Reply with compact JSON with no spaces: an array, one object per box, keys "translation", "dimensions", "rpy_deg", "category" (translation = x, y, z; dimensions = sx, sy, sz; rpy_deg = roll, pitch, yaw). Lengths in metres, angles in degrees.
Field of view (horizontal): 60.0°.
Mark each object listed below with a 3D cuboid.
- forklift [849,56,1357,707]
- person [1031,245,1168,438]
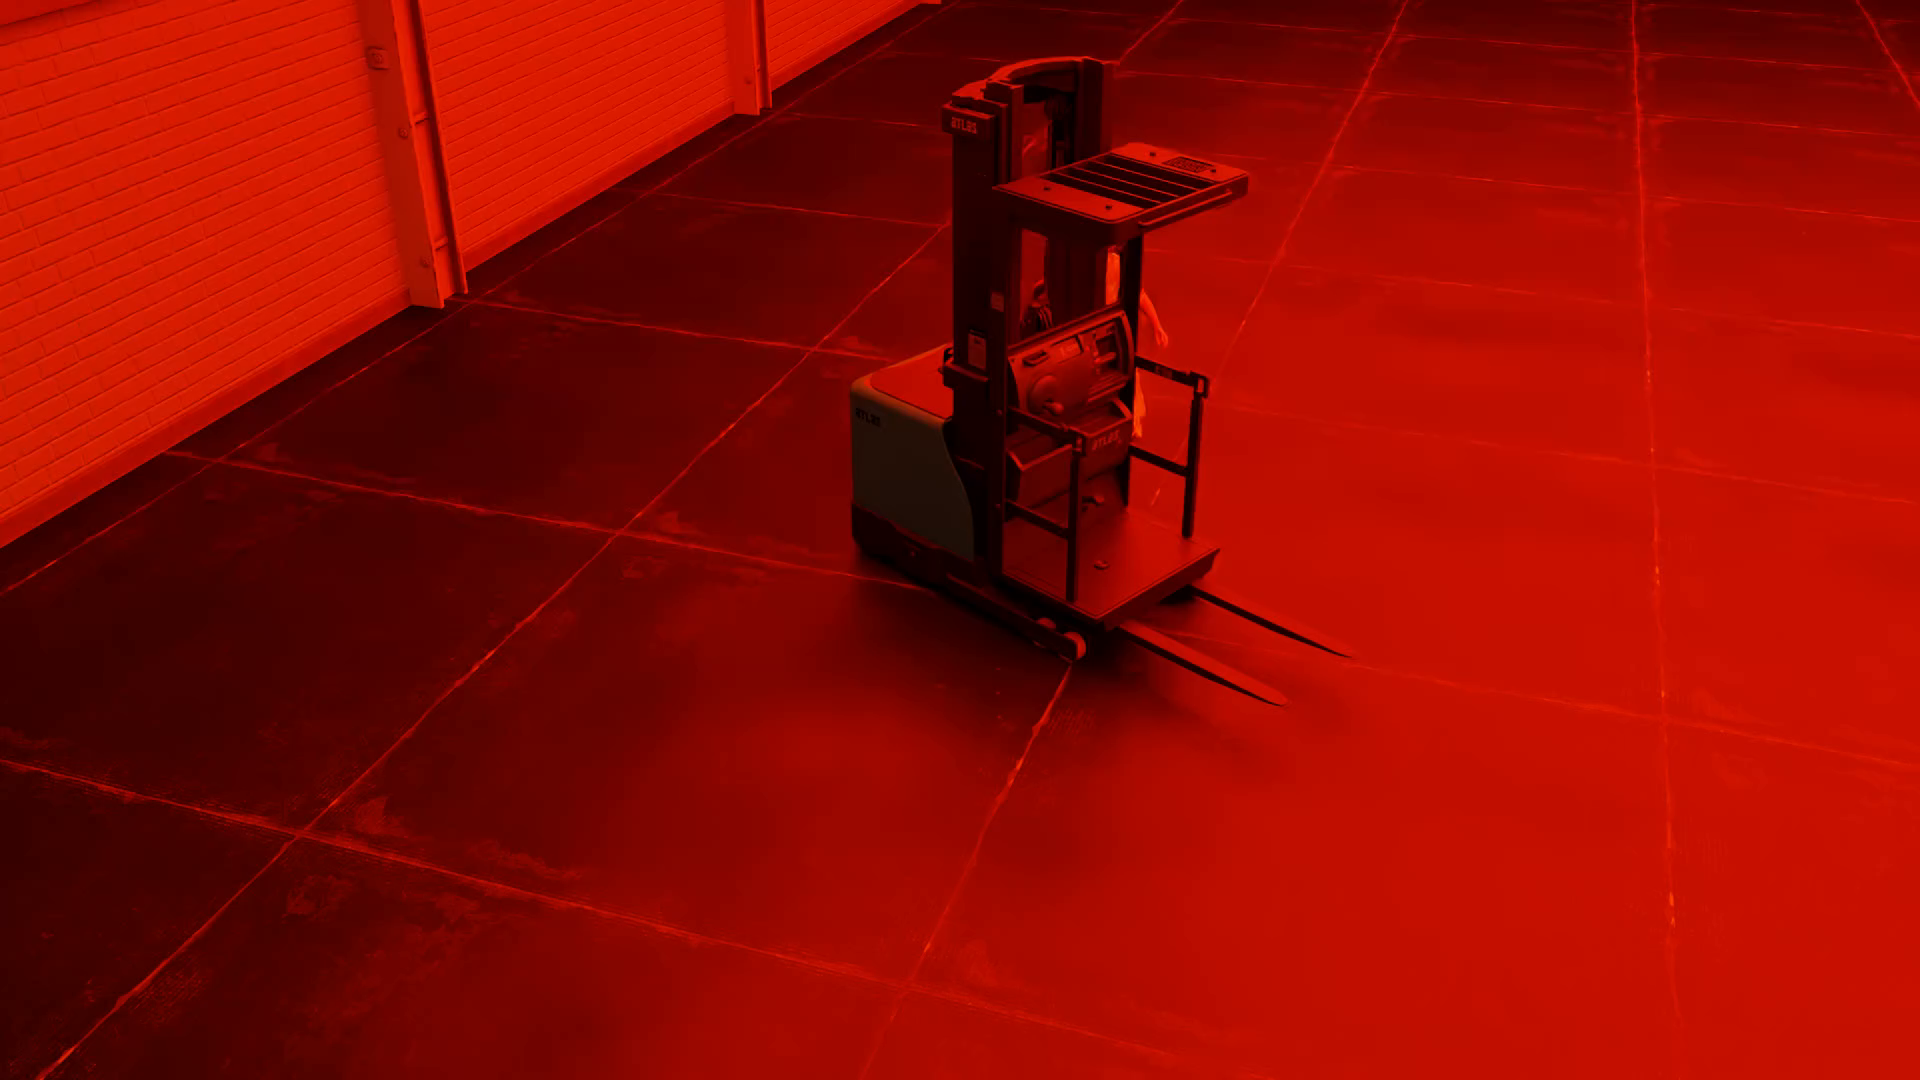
[{"translation":[0.750,-0.905,8.725],"dimensions":[3.031,2.935,1.130],"rpy_deg":[26,39,38],"category":"forklift"},{"translation":[0.919,-1.378,11.068],"dimensions":[0.909,1.581,0.498],"rpy_deg":[2,30,4],"category":"person"}]
